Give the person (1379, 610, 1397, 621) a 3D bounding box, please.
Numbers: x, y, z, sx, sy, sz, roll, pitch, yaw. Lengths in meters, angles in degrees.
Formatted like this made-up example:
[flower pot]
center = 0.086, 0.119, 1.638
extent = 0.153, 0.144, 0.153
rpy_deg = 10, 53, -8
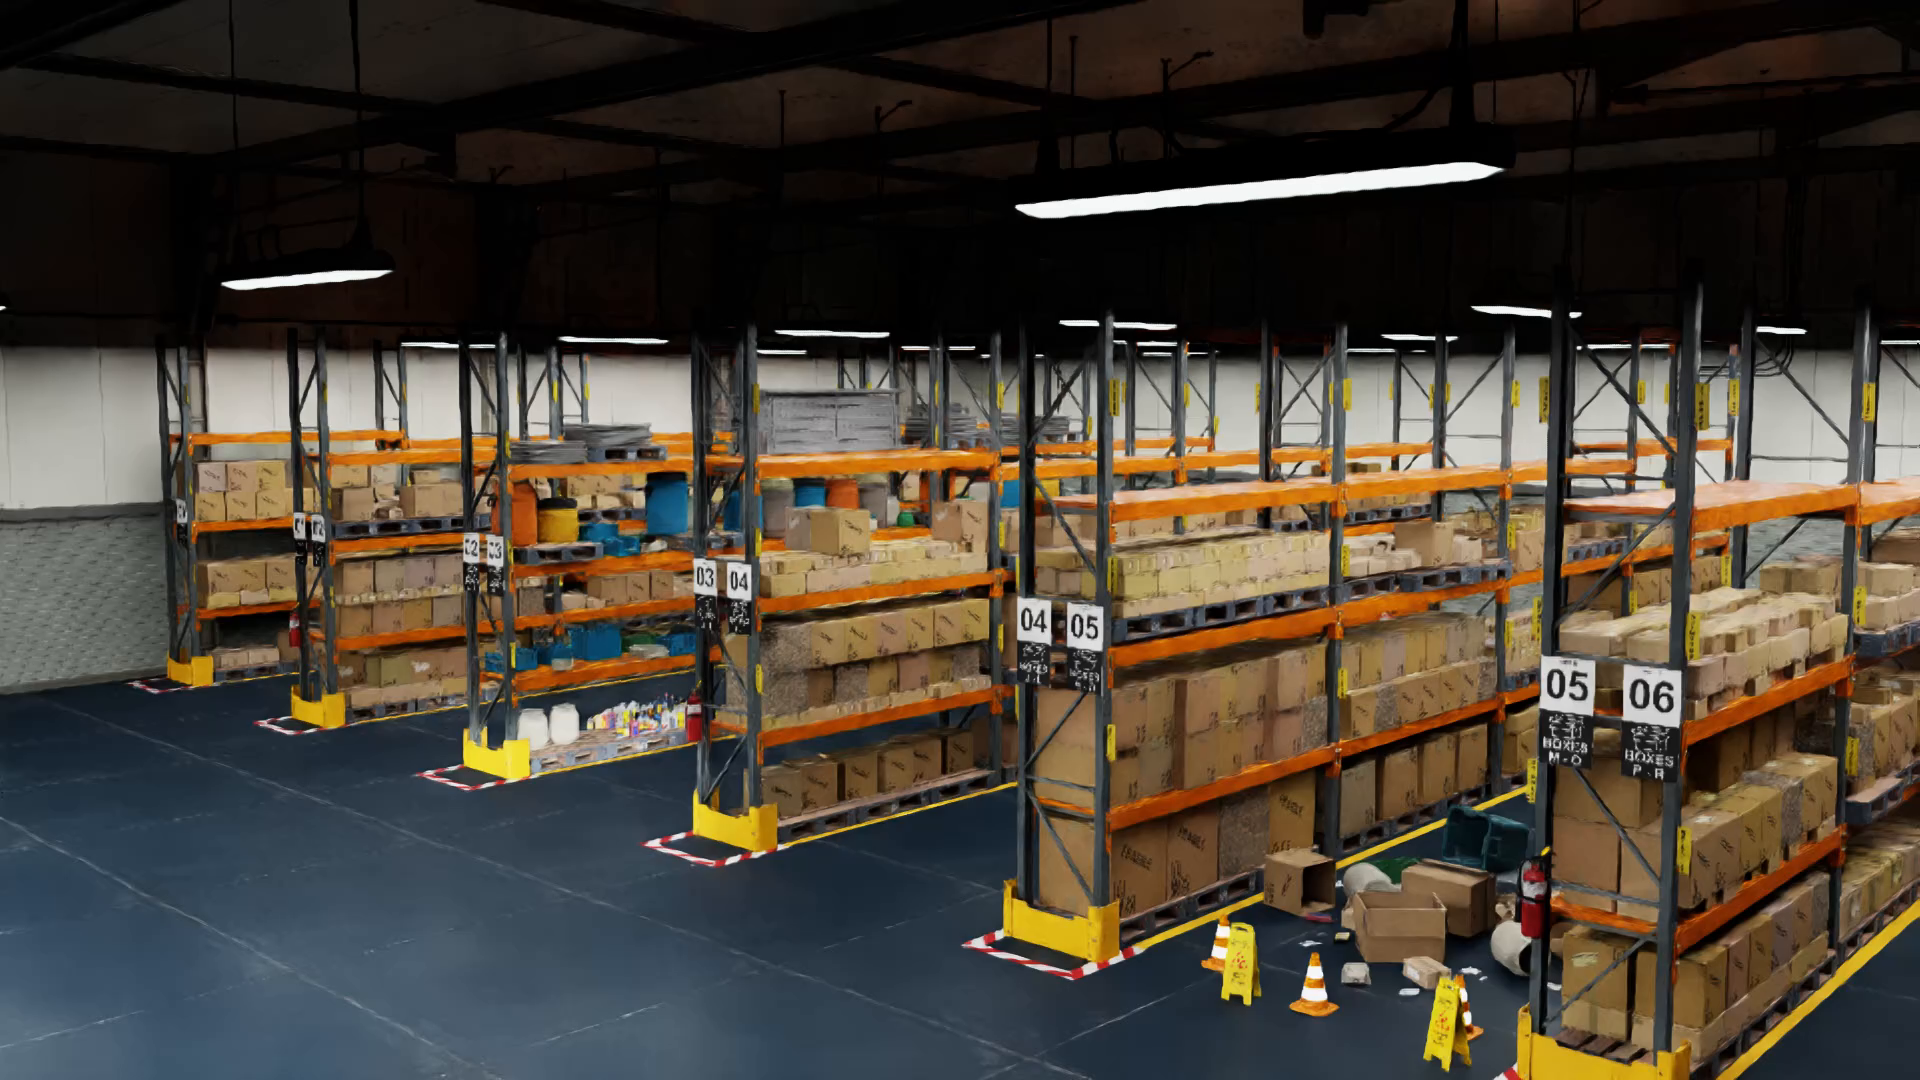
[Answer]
[person]
center = 6.817, 1.778, 26.393
extent = 0.369, 1.797, 0.631
rpy_deg = 3, 6, 28
